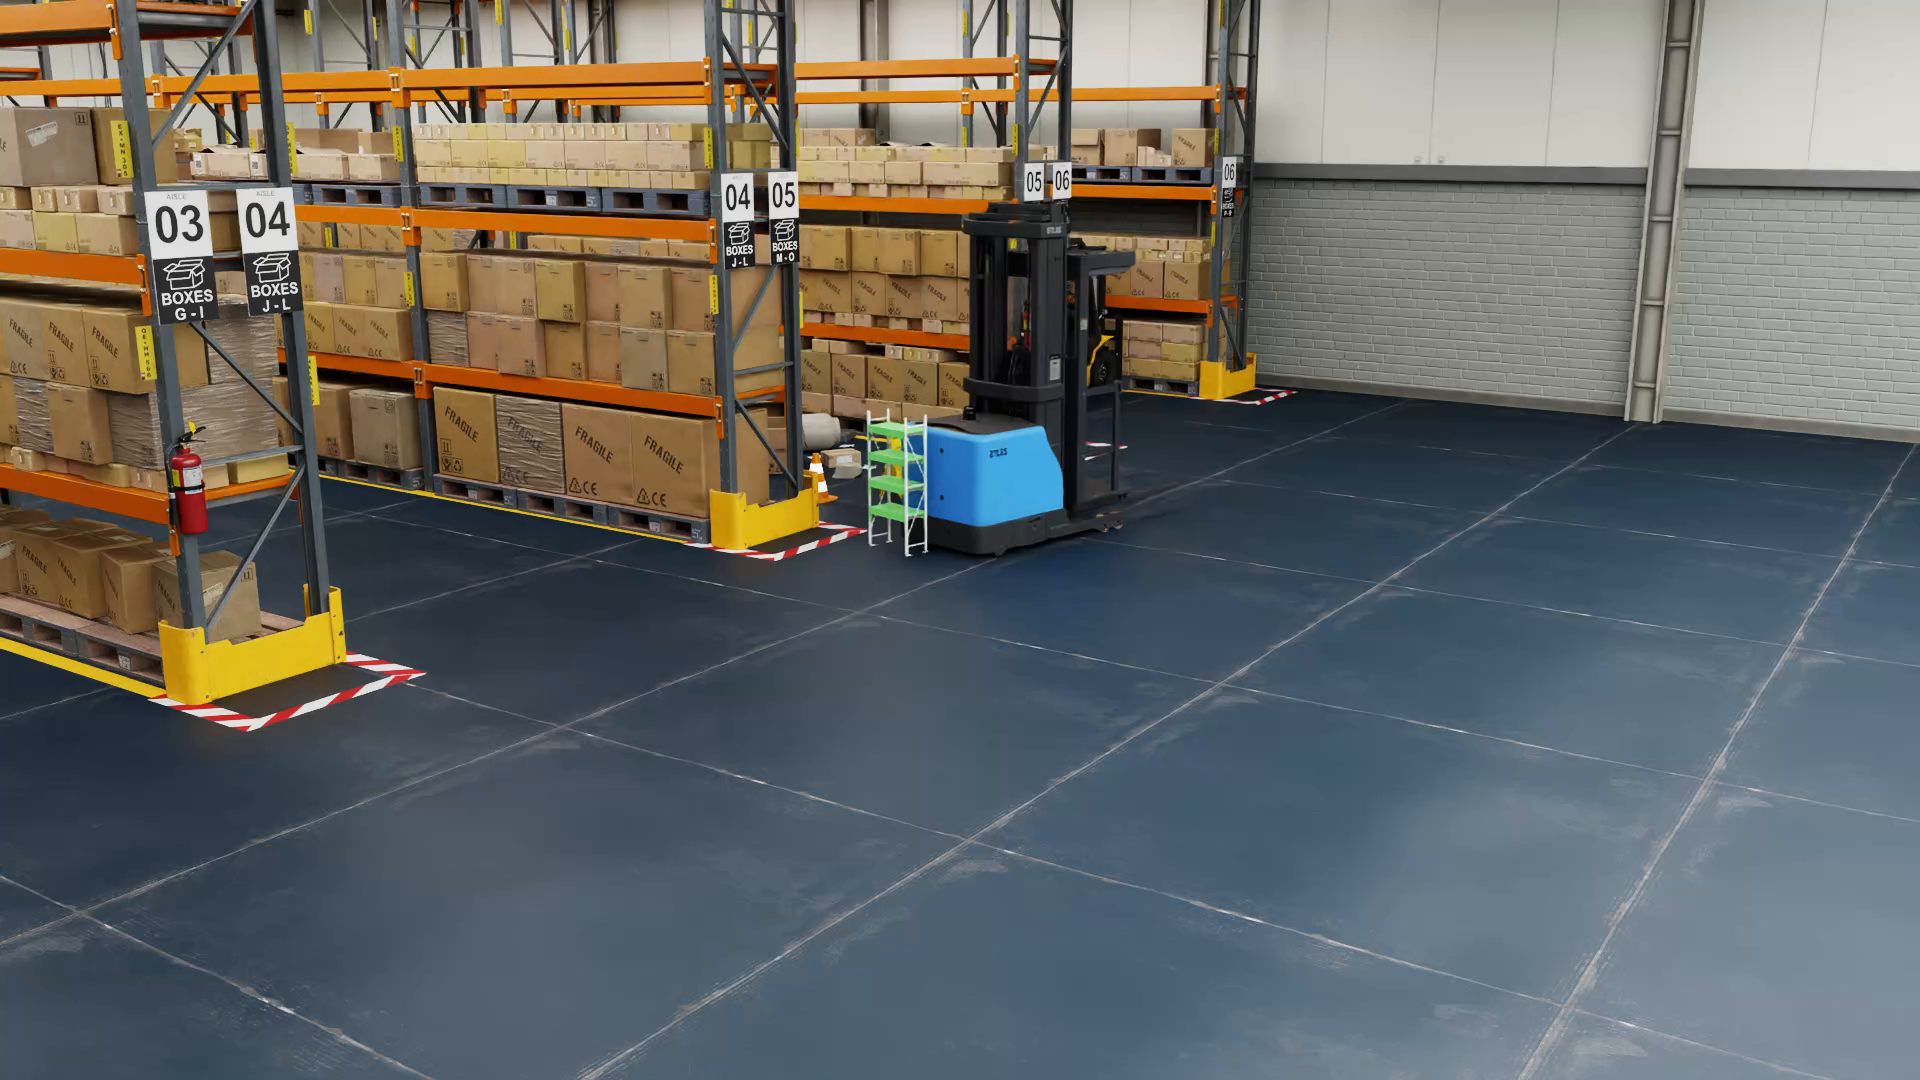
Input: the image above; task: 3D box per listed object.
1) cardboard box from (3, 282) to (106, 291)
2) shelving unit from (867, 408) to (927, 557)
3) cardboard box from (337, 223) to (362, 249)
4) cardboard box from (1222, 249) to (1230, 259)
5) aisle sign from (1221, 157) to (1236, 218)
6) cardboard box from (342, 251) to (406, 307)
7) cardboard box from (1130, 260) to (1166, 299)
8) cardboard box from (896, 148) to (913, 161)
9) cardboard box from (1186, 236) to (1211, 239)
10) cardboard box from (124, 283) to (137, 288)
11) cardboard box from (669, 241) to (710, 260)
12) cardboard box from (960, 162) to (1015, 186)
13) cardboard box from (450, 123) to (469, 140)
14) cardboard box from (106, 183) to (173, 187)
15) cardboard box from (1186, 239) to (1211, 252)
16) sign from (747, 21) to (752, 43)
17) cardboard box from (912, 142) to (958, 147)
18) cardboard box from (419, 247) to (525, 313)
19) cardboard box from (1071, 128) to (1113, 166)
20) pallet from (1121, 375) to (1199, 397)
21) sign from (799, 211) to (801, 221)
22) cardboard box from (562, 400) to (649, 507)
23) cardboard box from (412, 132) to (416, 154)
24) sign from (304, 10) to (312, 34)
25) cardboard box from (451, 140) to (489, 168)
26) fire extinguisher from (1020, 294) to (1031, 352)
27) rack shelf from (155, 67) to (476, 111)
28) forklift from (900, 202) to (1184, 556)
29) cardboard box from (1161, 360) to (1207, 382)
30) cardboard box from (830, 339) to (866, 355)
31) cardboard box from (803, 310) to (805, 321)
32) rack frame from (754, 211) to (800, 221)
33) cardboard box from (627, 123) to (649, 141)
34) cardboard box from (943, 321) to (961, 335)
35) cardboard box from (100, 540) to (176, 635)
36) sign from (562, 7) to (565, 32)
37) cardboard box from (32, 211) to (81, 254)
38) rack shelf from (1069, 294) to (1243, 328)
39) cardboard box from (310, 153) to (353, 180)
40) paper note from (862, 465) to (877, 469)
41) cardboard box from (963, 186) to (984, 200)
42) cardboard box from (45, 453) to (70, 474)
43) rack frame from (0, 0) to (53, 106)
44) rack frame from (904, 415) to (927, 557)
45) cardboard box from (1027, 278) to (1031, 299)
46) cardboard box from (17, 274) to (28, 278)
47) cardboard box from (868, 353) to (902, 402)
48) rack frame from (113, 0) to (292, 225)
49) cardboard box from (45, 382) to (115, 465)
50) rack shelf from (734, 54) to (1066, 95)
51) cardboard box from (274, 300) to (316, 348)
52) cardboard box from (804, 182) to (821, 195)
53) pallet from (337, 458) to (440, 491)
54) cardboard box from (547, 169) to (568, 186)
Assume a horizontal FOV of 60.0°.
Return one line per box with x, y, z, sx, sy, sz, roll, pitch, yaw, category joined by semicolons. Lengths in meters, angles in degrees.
-6.578;-1.603;12.147;0.500;0.500;0.500;9;17;33;cardboard box
-0.541;-0.504;14.362;0.258;1.200;0.503;-13;19;-41;shelving unit
-8.837;-4.530;24.593;0.500;0.500;0.500;9;17;33;cardboard box
3.546;-3.954;22.997;0.250;0.149;0.380;9;16;31;cardboard box
3.573;-4.688;22.109;0.004;0.787;0.394;9;17;33;aisle sign
-5.926;-2.707;17.228;0.500;0.500;0.700;9;16;32;cardboard box
2.702;-3.627;23.026;0.500;0.500;0.500;10;17;35;cardboard box
-0.528;-4.403;18.987;0.250;0.149;0.380;9;16;31;cardboard box
3.337;-4.137;23.117;0.250;0.149;0.380;10;17;35;cardboard box
-9.271;-2.955;18.928;0.250;0.149;0.380;9;16;32;cardboard box
-3.327;-3.519;21.096;0.500;0.500;0.500;9;17;33;cardboard box
0.340;-4.046;18.376;0.500;0.250;0.500;9;16;32;cardboard box
-4.548;-3.828;15.585;0.250;0.149;0.380;9;17;32;cardboard box
-5.540;-2.335;11.253;0.250;0.149;0.380;9;17;33;cardboard box
3.268;-4.007;22.593;0.250;0.149;0.380;9;17;33;cardboard box
-3.250;-7.861;25.743;0.005;0.325;0.100;9;17;33;sign
-0.373;-5.744;24.645;0.500;0.311;0.500;9;16;31;cardboard box
-4.796;-2.580;16.444;0.550;0.550;0.875;9;17;33;cardboard box
1.921;-5.506;23.285;0.637;0.503;0.797;10;17;35;cardboard box
3.025;-2.234;23.410;1.213;0.211;1.003;9;17;33;pallet
-2.649;-5.240;27.338;0.005;0.325;0.100;9;17;33;sign
-3.094;-0.871;15.646;0.875;0.875;0.875;9;16;32;cardboard box
-7.347;-5.463;23.326;0.500;0.500;0.500;9;17;33;cardboard box
-9.372;-7.448;23.909;0.005;0.325;0.100;9;17;33;sign
-4.413;-3.631;15.616;0.500;0.250;0.500;9;17;32;cardboard box
0.753;-2.359;18.270;0.183;0.674;0.296;9;17;33;fire extinguisher
-6.742;-4.676;17.316;4.000;0.370;1.077;9;17;33;rack shelf
0.872;-1.567;15.052;3.031;2.935;1.130;-13;19;-43;forklift
3.116;-2.363;22.974;0.500;0.250;0.500;9;17;33;cardboard box
-1.342;-2.322;19.899;0.250;0.149;0.380;10;17;36;cardboard box
-1.845;-2.759;20.248;0.250;0.149;0.380;9;17;33;cardboard box
-2.956;-4.567;27.028;0.127;3.000;1.000;9;17;33;rack frame
-2.651;-3.522;14.348;0.250;0.149;0.380;10;17;34;cardboard box
0.013;-2.440;18.958;0.250;0.149;0.380;9;16;32;cardboard box
-5.639;0.322;11.610;0.500;0.500;0.500;-12;18;-39;cardboard box
-5.428;-7.090;22.628;0.005;0.325;0.100;9;17;33;sign
-5.573;-1.991;10.694;0.500;0.250;0.500;9;17;33;cardboard box
2.023;-3.413;23.864;4.000;0.370;1.077;9;17;33;rack shelf
-6.230;-3.797;16.906;0.500;0.250;0.500;9;17;32;cardboard box
-0.980;-0.792;17.959;0.142;0.019;0.148;3;14;14;paper note
0.239;-3.856;18.440;0.250;0.149;0.380;9;17;33;cardboard box
-6.013;-0.567;11.394;0.250;0.149;0.380;9;17;33;cardboard box
-11.721;-6.024;20.432;0.127;3.000;1.000;9;17;33;rack frame
-0.376;-0.461;14.188;0.240;1.200;0.015;-13;19;-41;rack frame
0.677;-2.815;19.126;0.500;0.500;0.500;9;16;32;cardboard box
-11.205;-3.267;20.190;0.250;0.149;0.380;9;17;33;cardboard box
-0.745;-1.930;19.667;0.500;0.500;0.500;9;16;32;cardboard box
-4.615;-3.440;9.991;0.127;3.000;1.000;9;17;33;rack frame
-5.538;-0.843;11.158;0.500;0.500;0.875;9;17;33;cardboard box
-0.744;-5.333;19.143;4.000;0.370;1.077;9;17;33;rack shelf
-6.926;-2.308;17.695;0.500;0.500;0.500;9;17;32;cardboard box
-1.643;-4.184;19.764;0.250;0.149;0.380;10;17;34;cardboard box
-5.765;-0.774;17.511;1.213;0.211;1.003;9;17;33;pallet
-3.494;-3.271;14.993;0.250;0.149;0.380;9;17;33;cardboard box
